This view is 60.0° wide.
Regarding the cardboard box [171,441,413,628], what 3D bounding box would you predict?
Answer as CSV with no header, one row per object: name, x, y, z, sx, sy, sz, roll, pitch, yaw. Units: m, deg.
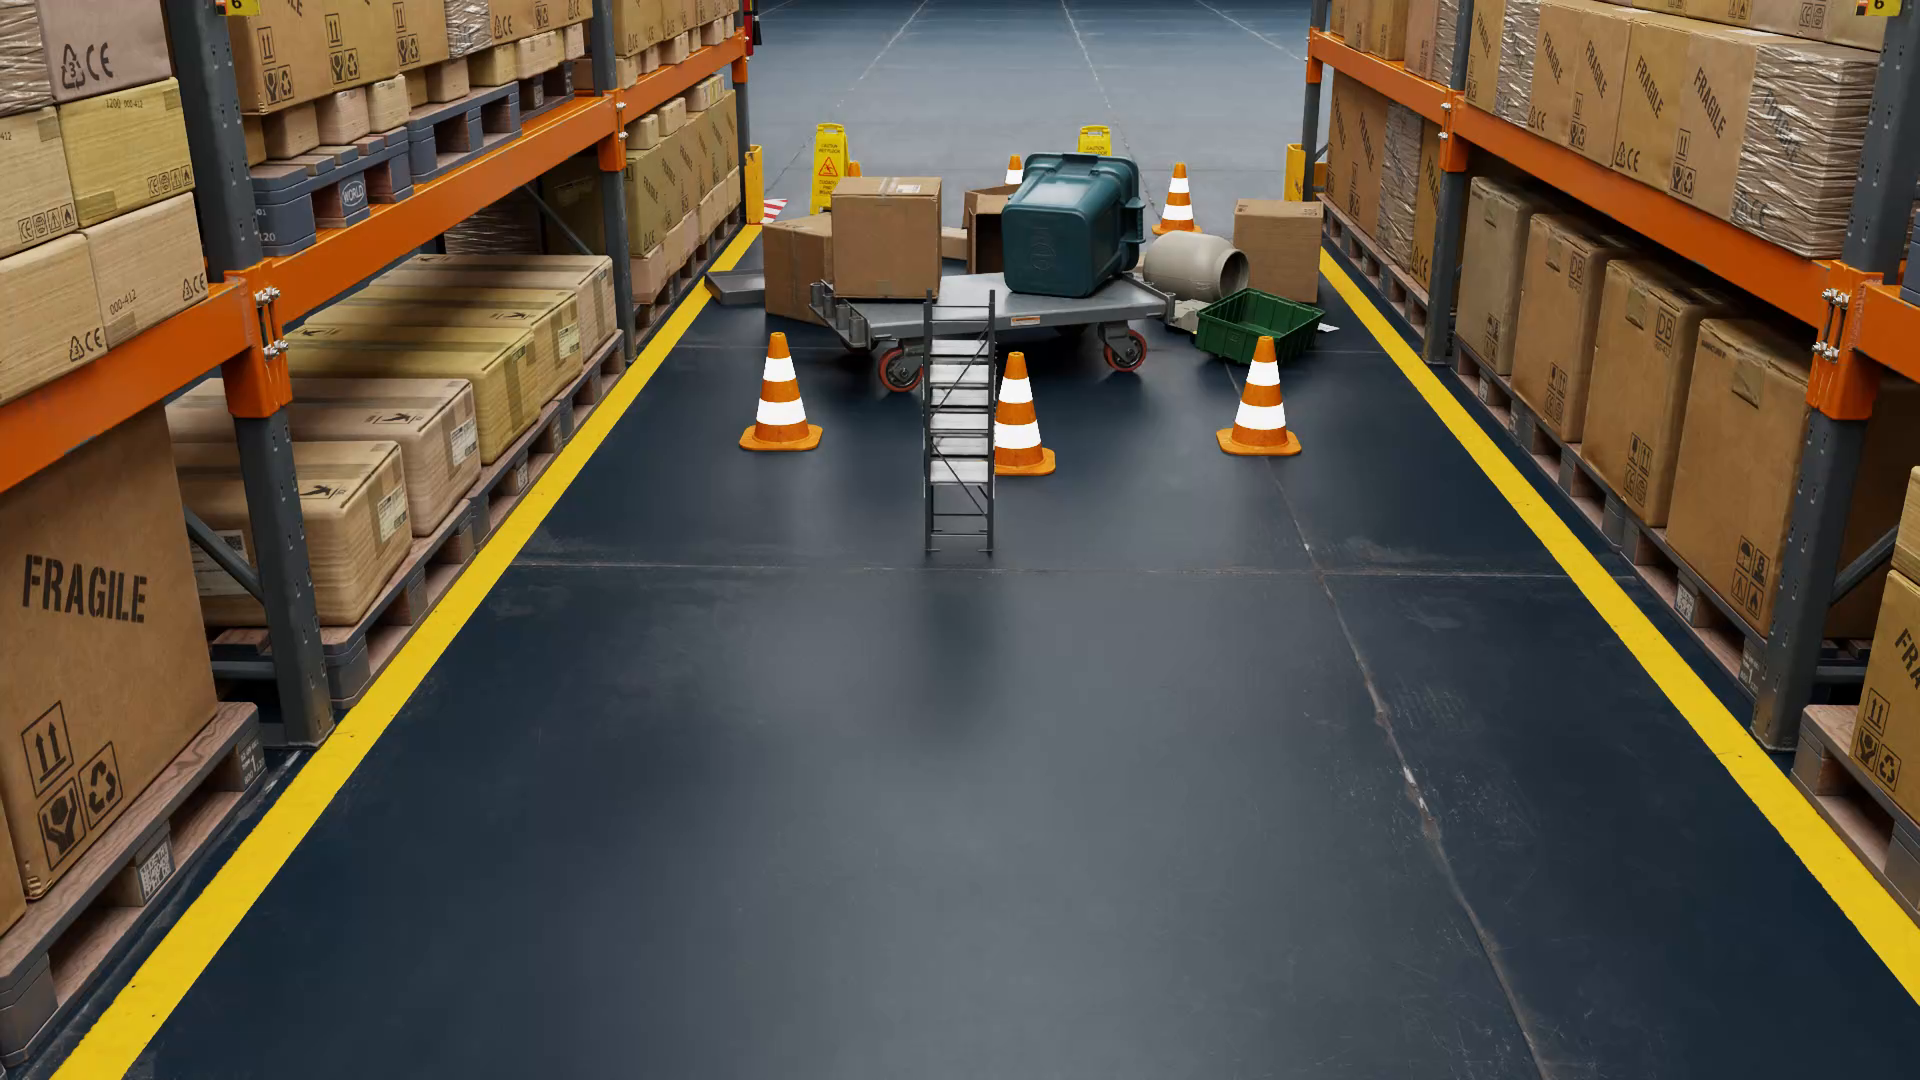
cardboard box,-2.224,-0.026,5.001,0.950,0.372,0.625,-1,21,-2

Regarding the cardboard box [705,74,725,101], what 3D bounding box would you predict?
cardboard box,-1.715,-2.883,10.601,0.380,0.149,0.250,1,21,3

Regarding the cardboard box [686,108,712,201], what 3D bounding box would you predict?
cardboard box,-1.806,-2.343,10.105,0.500,0.500,0.500,0,21,0

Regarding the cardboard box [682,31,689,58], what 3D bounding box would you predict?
cardboard box,-1.771,-2.844,9.560,0.380,0.149,0.250,1,21,1

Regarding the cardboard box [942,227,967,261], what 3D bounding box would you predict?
cardboard box,-0.028,-1.918,10.768,0.380,0.149,0.250,13,25,29

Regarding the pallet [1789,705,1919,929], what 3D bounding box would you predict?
pallet,2.675,0.750,3.805,1.003,0.211,1.213,1,21,2

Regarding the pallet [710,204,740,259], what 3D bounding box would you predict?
pallet,-2.070,-2.123,11.208,1.003,0.211,1.213,1,21,2

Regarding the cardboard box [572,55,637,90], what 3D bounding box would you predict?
cardboard box,-1.799,-2.290,8.132,0.380,0.149,0.250,1,21,1

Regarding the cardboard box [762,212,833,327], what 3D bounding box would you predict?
cardboard box,-0.736,-1.505,9.214,0.500,0.500,0.500,18,27,38

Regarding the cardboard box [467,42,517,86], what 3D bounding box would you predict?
cardboard box,-1.914,-1.818,6.334,0.380,0.149,0.250,1,21,2

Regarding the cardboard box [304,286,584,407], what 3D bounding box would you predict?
cardboard box,-2.161,-0.818,7.043,0.950,0.372,0.625,2,21,5

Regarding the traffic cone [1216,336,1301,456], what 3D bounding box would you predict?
traffic cone,1.272,-0.628,7.008,0.336,0.463,0.334,1,21,2

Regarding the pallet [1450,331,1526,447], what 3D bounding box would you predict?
pallet,2.874,-0.699,7.540,1.003,0.211,1.213,1,21,2

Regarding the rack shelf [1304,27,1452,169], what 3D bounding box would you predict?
rack shelf,2.882,-2.667,9.750,1.077,0.370,4.000,1,21,2

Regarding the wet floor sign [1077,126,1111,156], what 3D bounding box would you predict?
wet floor sign,0.965,-2.660,11.993,0.267,0.644,0.232,-3,21,-8

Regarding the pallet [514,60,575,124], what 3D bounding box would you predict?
pallet,-2.298,-1.933,7.129,1.003,0.211,1.213,1,21,2

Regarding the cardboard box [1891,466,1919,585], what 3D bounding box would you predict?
cardboard box,2.437,0.034,3.634,0.500,0.250,0.500,0,21,-1

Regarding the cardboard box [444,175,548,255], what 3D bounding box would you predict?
cardboard box,-2.379,-1.778,8.647,0.500,0.500,0.500,0,21,1

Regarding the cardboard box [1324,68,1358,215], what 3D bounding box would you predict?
cardboard box,2.989,-2.685,11.158,0.875,0.875,0.875,1,21,2

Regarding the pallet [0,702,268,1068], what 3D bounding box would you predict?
pallet,-2.350,0.733,3.847,1.003,0.211,1.213,1,21,2

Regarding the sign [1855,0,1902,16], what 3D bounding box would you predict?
sign,2.145,-1.378,3.832,0.100,0.325,0.005,1,21,2

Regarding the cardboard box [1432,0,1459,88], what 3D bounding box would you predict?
cardboard box,2.821,-2.483,8.073,0.875,0.550,0.550,1,21,2

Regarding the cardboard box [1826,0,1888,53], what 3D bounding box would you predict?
cardboard box,2.724,-1.508,4.248,0.700,0.500,0.500,1,21,1

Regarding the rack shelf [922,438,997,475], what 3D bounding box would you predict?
rack shelf,0.000,-0.302,5.903,0.258,0.077,0.200,1,21,2

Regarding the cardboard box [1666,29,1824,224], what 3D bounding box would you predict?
cardboard box,2.462,-1.226,4.903,0.500,0.500,0.500,1,21,2

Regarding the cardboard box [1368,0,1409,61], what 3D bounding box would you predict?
cardboard box,2.865,-3.068,9.583,0.875,0.550,0.500,1,21,2

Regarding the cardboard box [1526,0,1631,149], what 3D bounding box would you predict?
cardboard box,2.504,-1.775,6.320,0.500,0.500,0.500,1,21,1

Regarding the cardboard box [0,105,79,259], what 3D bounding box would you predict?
cardboard box,-2.023,-0.651,3.075,0.500,0.250,0.500,0,21,0

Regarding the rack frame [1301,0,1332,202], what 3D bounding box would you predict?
rack frame,2.943,-3.725,11.484,1.000,3.000,0.127,1,21,2

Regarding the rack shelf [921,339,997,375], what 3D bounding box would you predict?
rack shelf,0.000,-0.637,5.773,0.258,0.077,0.200,1,21,2

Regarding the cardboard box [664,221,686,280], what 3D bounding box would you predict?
cardboard box,-1.836,-1.615,9.264,0.500,0.250,0.500,2,21,5

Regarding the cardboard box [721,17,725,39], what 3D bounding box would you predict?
cardboard box,-1.731,-3.303,10.743,0.380,0.149,0.250,0,21,1

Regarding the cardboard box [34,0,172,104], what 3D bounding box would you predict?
cardboard box,-2.005,-1.174,3.387,0.500,0.500,0.500,0,21,0

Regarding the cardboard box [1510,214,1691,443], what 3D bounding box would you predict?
cardboard box,2.860,-0.852,6.608,1.050,0.750,0.750,1,21,2

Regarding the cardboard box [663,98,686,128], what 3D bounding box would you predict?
cardboard box,-1.758,-2.401,9.358,0.380,0.149,0.250,2,21,5

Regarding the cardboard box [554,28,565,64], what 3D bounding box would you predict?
cardboard box,-1.895,-2.092,7.039,0.380,0.149,0.250,0,21,0

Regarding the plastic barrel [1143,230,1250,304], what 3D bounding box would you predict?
plastic barrel,1.323,-1.505,9.323,0.512,0.421,0.421,18,27,38

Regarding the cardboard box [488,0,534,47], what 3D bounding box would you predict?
cardboard box,-1.949,-2.143,6.275,0.500,0.500,0.500,1,21,3

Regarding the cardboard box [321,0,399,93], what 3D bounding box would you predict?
cardboard box,-1.997,-1.581,4.826,0.500,0.500,0.500,2,21,4

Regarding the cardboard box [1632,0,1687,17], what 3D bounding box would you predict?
cardboard box,2.766,-2.061,5.674,0.700,0.500,0.500,0,21,1

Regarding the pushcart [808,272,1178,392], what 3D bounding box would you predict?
pushcart,0.151,-1.068,8.259,1.648,0.377,0.936,-7,22,-17

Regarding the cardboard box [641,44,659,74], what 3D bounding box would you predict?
cardboard box,-1.823,-2.568,8.847,0.380,0.149,0.250,1,21,3

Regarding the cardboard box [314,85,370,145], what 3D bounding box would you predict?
cardboard box,-1.959,-1.245,4.858,0.380,0.149,0.250,-1,21,-2

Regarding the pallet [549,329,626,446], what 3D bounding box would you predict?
pallet,-2.151,-0.716,7.581,1.003,0.211,1.213,1,21,2

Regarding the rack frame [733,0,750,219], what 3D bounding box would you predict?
rack frame,-2.007,-3.743,11.530,1.000,3.000,0.127,1,21,2

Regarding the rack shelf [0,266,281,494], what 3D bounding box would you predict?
rack shelf,-2.312,0.208,2.342,1.077,0.370,4.000,1,21,2

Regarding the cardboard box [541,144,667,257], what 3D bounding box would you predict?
cardboard box,-1.841,-1.771,8.630,0.500,0.500,0.500,2,21,4

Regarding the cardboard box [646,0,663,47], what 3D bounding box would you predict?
cardboard box,-1.845,-2.820,8.601,0.500,0.500,0.500,1,21,1

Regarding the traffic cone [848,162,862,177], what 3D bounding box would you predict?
traffic cone,-0.731,-2.391,11.552,0.336,0.463,0.334,1,21,2

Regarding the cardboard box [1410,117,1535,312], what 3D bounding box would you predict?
cardboard box,2.911,-1.711,8.649,0.875,0.875,0.875,1,21,2

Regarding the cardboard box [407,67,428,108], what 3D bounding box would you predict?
cardboard box,-2.031,-1.535,5.605,0.380,0.149,0.250,1,21,4

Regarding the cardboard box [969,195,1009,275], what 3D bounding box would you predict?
cardboard box,0.449,-1.642,9.377,0.797,0.637,0.503,1,21,2

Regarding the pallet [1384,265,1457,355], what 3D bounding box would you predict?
pallet,2.923,-1.253,8.967,1.003,0.211,1.213,1,21,2

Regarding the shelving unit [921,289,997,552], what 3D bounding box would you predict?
shelving unit,0.000,-0.417,5.859,0.258,0.900,0.210,1,21,2

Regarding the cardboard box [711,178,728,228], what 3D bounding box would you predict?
cardboard box,-1.787,-2.175,10.708,0.500,0.250,0.500,1,21,2

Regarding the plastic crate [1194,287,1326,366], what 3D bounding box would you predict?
plastic crate,1.517,-1.072,8.454,0.450,0.188,0.662,23,29,25

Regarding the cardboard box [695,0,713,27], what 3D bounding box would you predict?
cardboard box,-1.787,-3.368,10.012,0.500,0.500,0.500,1,21,1
